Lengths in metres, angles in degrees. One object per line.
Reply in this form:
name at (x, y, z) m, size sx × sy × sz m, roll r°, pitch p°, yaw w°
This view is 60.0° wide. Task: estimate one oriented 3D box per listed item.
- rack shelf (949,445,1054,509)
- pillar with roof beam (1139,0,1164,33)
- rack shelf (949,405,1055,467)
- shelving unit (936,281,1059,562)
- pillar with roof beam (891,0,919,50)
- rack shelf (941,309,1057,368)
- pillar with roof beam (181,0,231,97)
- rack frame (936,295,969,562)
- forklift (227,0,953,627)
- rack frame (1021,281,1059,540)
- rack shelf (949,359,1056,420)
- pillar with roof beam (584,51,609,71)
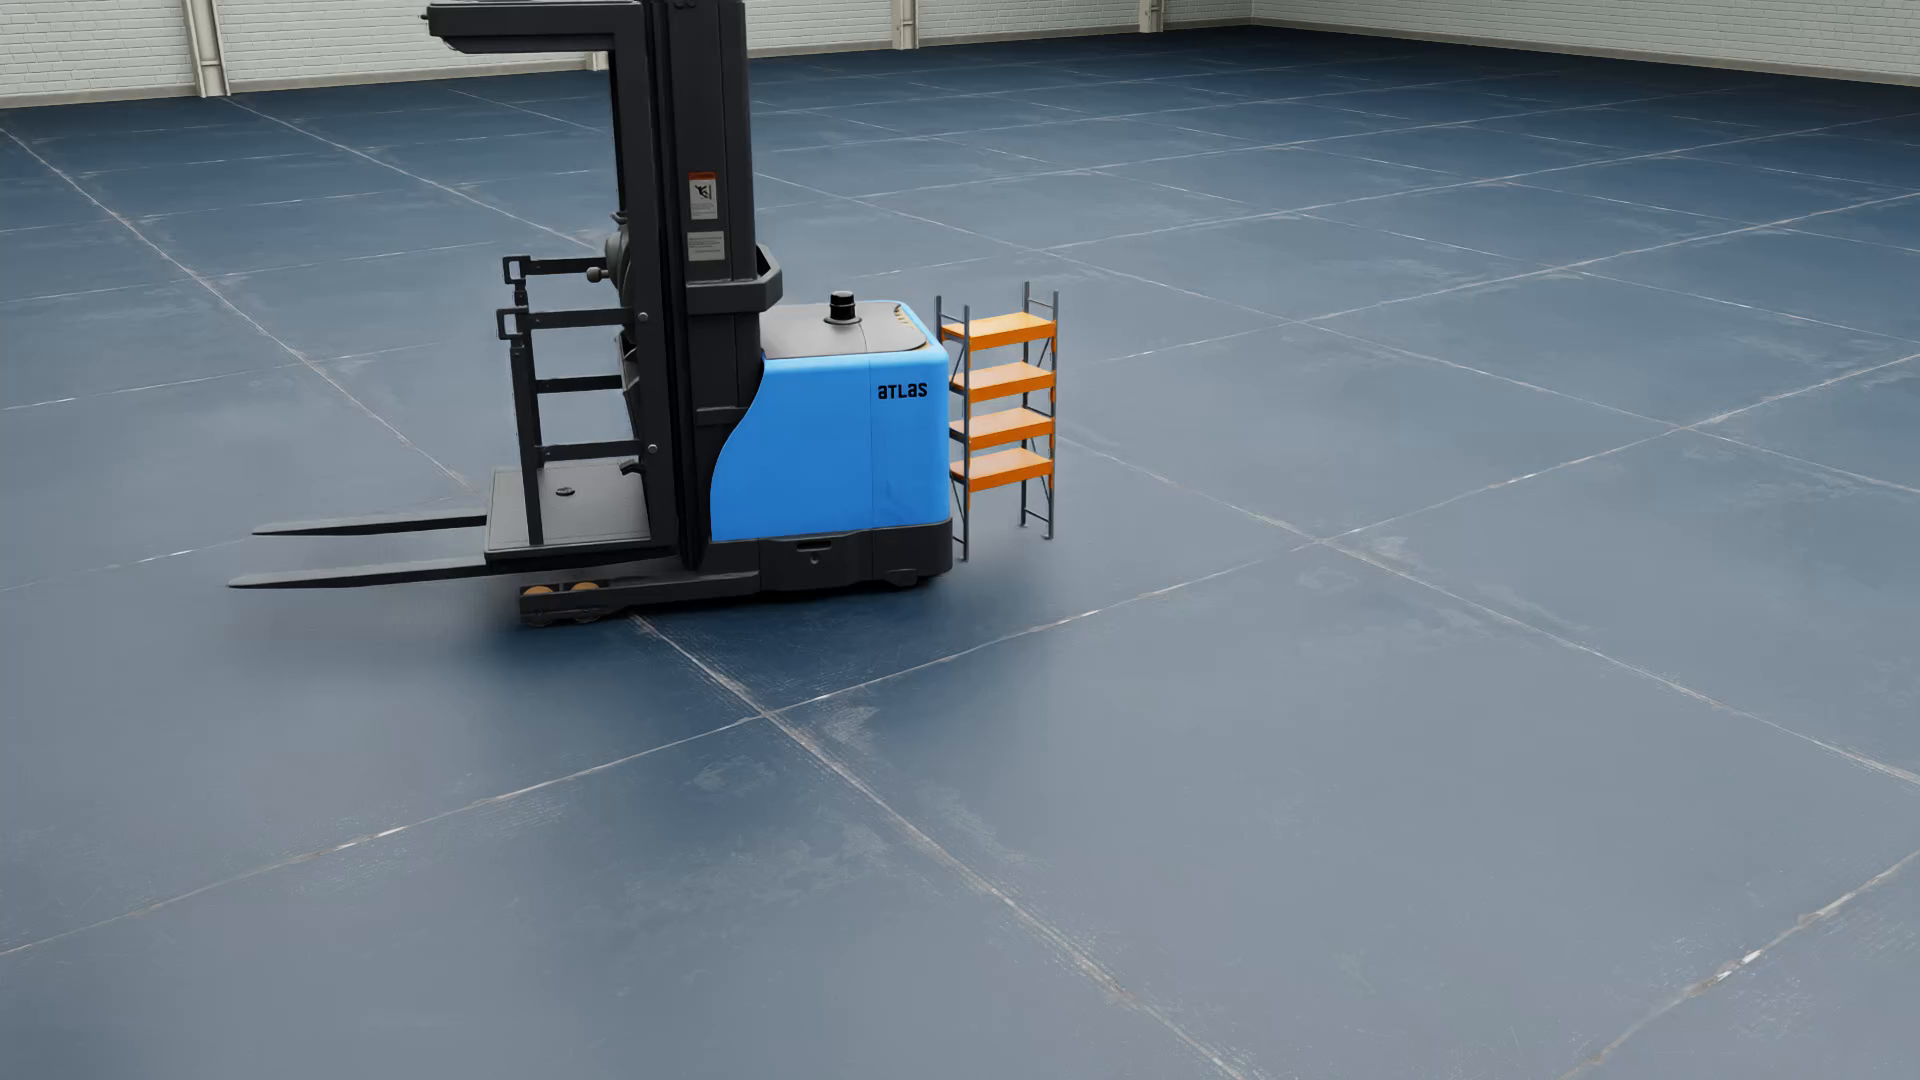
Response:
rack shelf at (0.168, -0.298, 7.742) m, size 0.480 × 0.148 × 0.258 m, roll -14°, pitch 26°, yaw -32°
pillar with roof beam at (6.381, -13.185, 28.797) m, size 0.400 × 9.000 × 9.100 m, roll -15°, pitch 26°, yaw -33°
rack shelf at (0.168, -0.483, 7.668) m, size 0.480 × 0.148 × 0.258 m, roll -14°, pitch 26°, yaw -32°
shelving unit at (0.168, -0.545, 7.643) m, size 0.503 × 1.200 × 0.258 m, roll -14°, pitch 26°, yaw -32°
pillar with roof beam at (1.510, -11.886, 25.542) m, size 0.400 × 9.000 × 9.100 m, roll -15°, pitch 26°, yaw -33°
rack shelf at (0.168, -0.910, 7.498) m, size 0.480 × 0.148 × 0.258 m, roll -14°, pitch 26°, yaw -32°
pillar with roof beam at (-8.231, -9.289, 19.033) m, size 0.400 × 9.000 × 9.100 m, roll -15°, pitch 26°, yaw -33°
rack frame at (-0.033, -0.494, 7.515) m, size 0.015 × 1.200 × 0.240 m, roll -14°, pitch 26°, yaw -32°
forklift at (-1.606, -1.212, 6.979) m, size 3.031 × 2.935 × 1.130 m, roll -5°, pitch 22°, yaw -12°
rack frame at (0.369, -0.596, 7.772) m, size 0.015 × 1.200 × 0.240 m, roll -14°, pitch 26°, yaw -32°
rack shelf at (0.168, -0.690, 7.585) m, size 0.480 × 0.148 × 0.258 m, roll -14°, pitch 26°, yaw -32°
pillar with roof beam at (-3.360, -10.588, 22.288) m, size 0.400 × 9.000 × 9.100 m, roll -15°, pitch 26°, yaw -33°
